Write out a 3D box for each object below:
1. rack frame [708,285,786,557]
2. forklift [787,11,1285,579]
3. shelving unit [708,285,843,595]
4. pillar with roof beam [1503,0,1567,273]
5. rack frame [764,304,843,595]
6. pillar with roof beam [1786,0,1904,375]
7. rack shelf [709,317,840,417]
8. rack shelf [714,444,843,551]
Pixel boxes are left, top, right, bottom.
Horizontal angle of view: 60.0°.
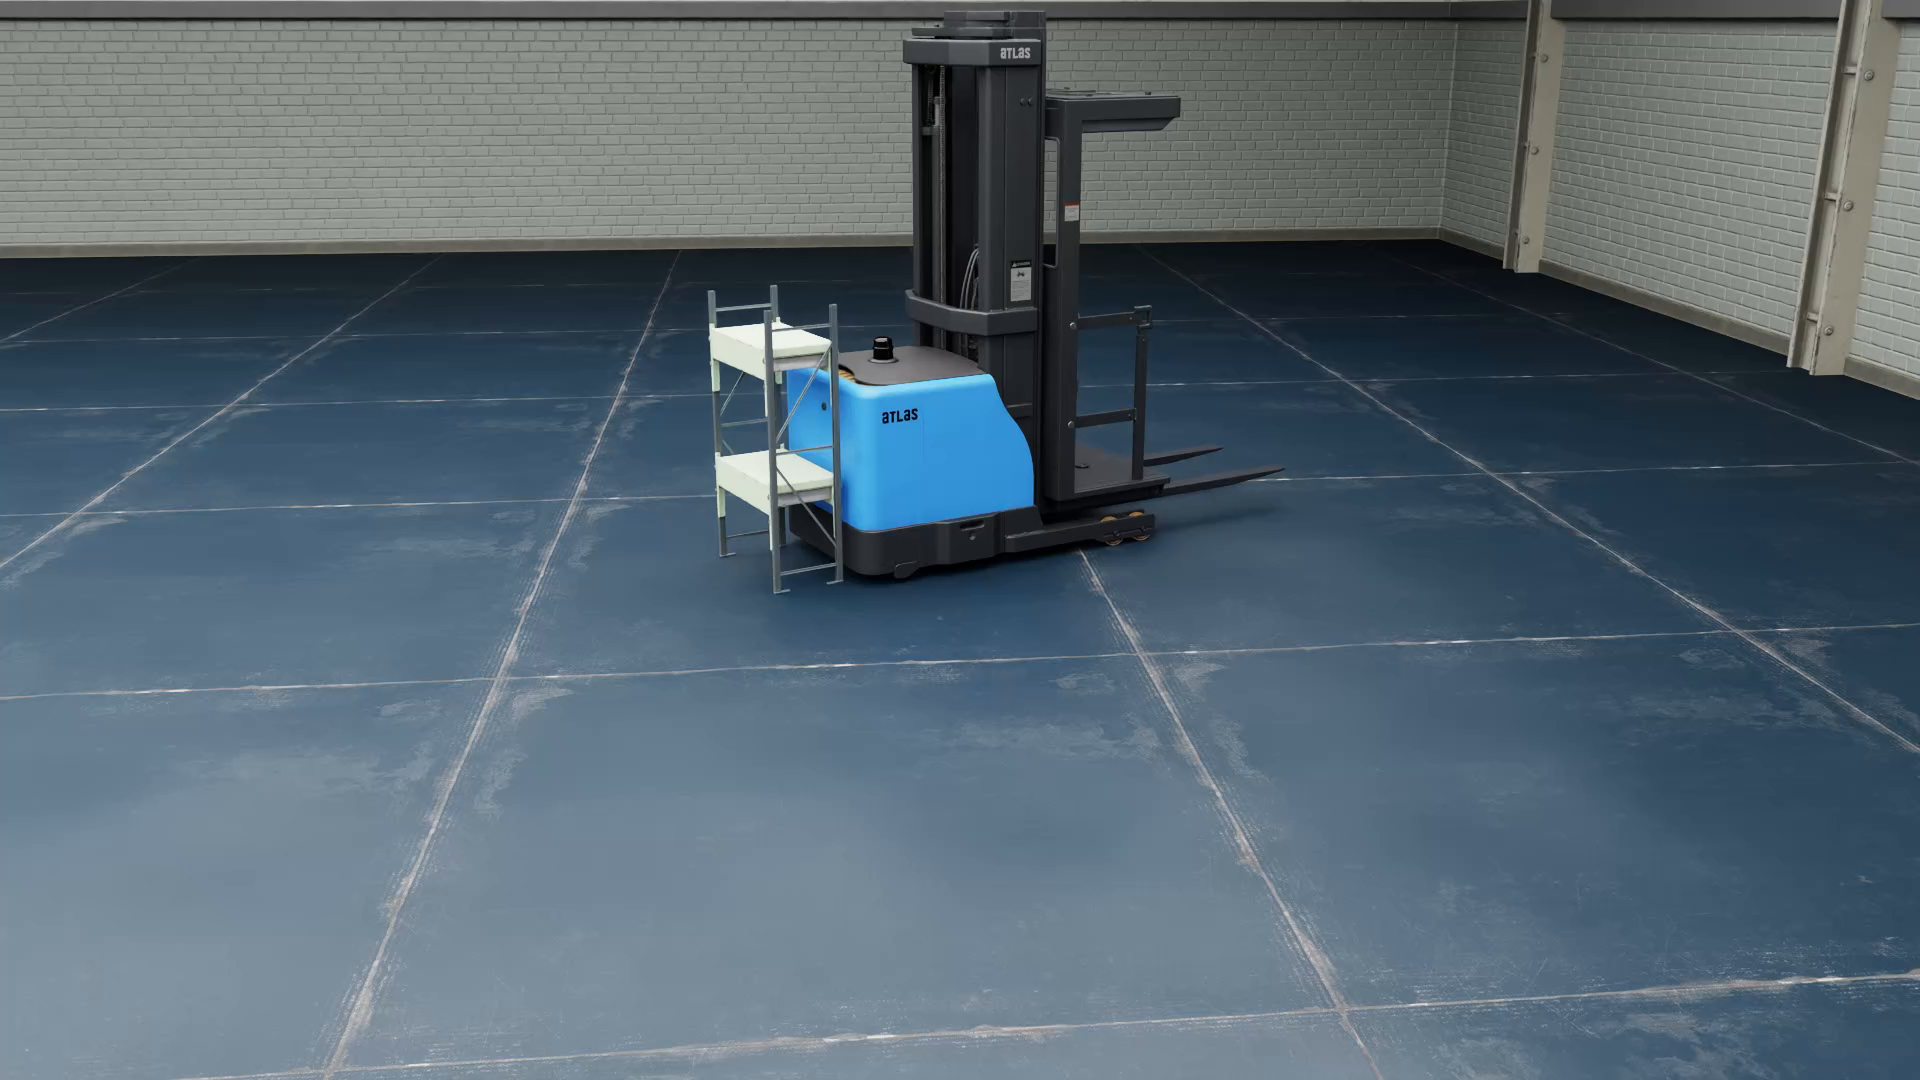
[{"bbox_3d":[-1.178,-0.650,9.244,0.400,1.500,0.023,-10,20,-29],"label":"rack frame"},{"bbox_3d":[0.547,-1.493,9.538,3.031,2.935,1.130,-10,20,-28],"label":"forklift"},{"bbox_3d":[-0.992,-0.556,8.943,0.431,1.500,0.755,-10,20,-29],"label":"shelving unit"},{"bbox_3d":[2.483,-7.412,18.264,9.100,9.000,0.400,-2,18,-6],"label":"pillar with roof beam"},{"bbox_3d":[-0.806,-0.461,8.642,0.400,1.500,0.023,-10,20,-29],"label":"rack frame"},{"bbox_3d":[3.101,-5.625,12.570,9.100,9.000,0.400,-2,18,-6],"label":"pillar with roof beam"},{"bbox_3d":[-0.992,-0.928,8.826,0.431,0.370,0.720,-10,20,-29],"label":"rack shelf"},{"bbox_3d":[-0.992,-0.245,9.041,0.431,0.370,0.720,-10,20,-29],"label":"rack shelf"}]
